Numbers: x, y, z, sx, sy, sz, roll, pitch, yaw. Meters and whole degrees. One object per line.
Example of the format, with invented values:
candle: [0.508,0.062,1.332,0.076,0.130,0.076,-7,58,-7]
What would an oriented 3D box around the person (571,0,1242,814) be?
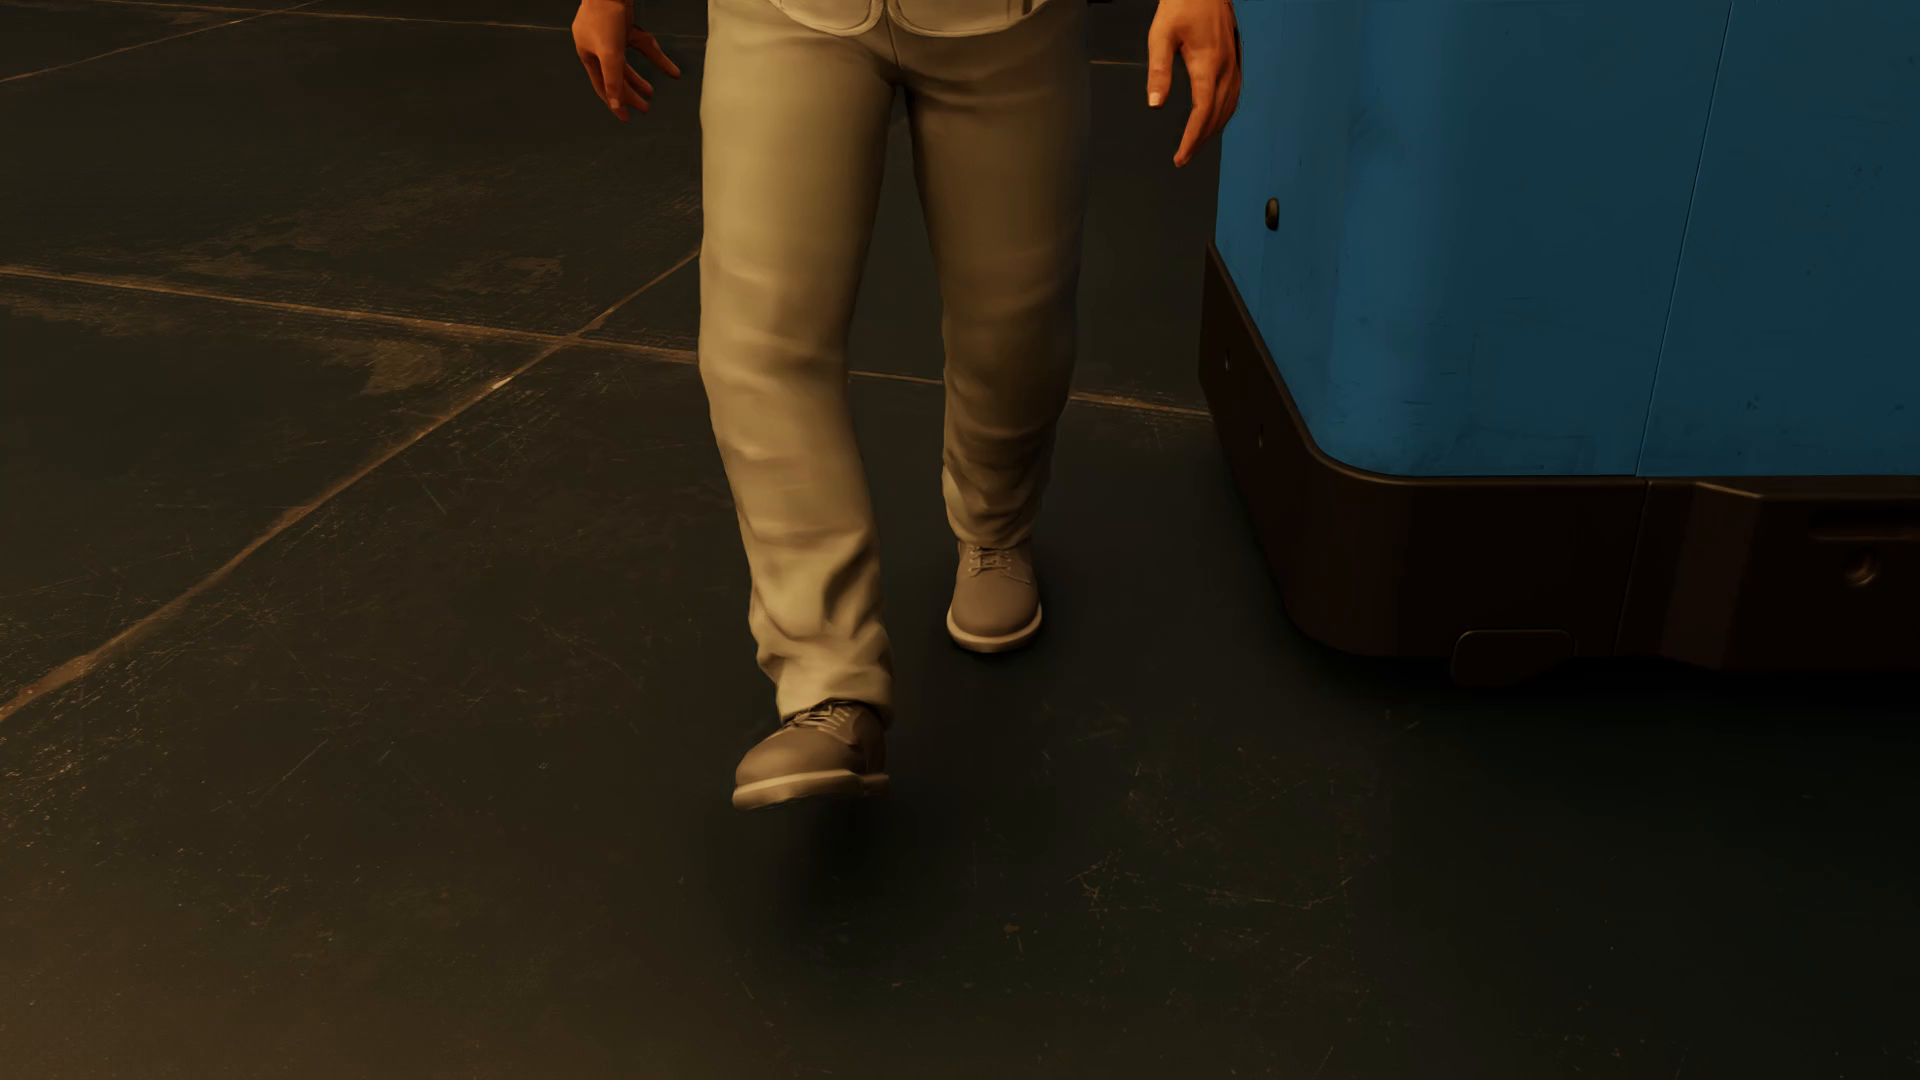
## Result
person: [-0.091,-0.534,1.687,0.718,1.696,0.932,1,27,1]

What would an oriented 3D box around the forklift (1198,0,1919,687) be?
forklift: [1.934,-1.341,1.902,3.031,2.935,1.130,0,27,-1]
